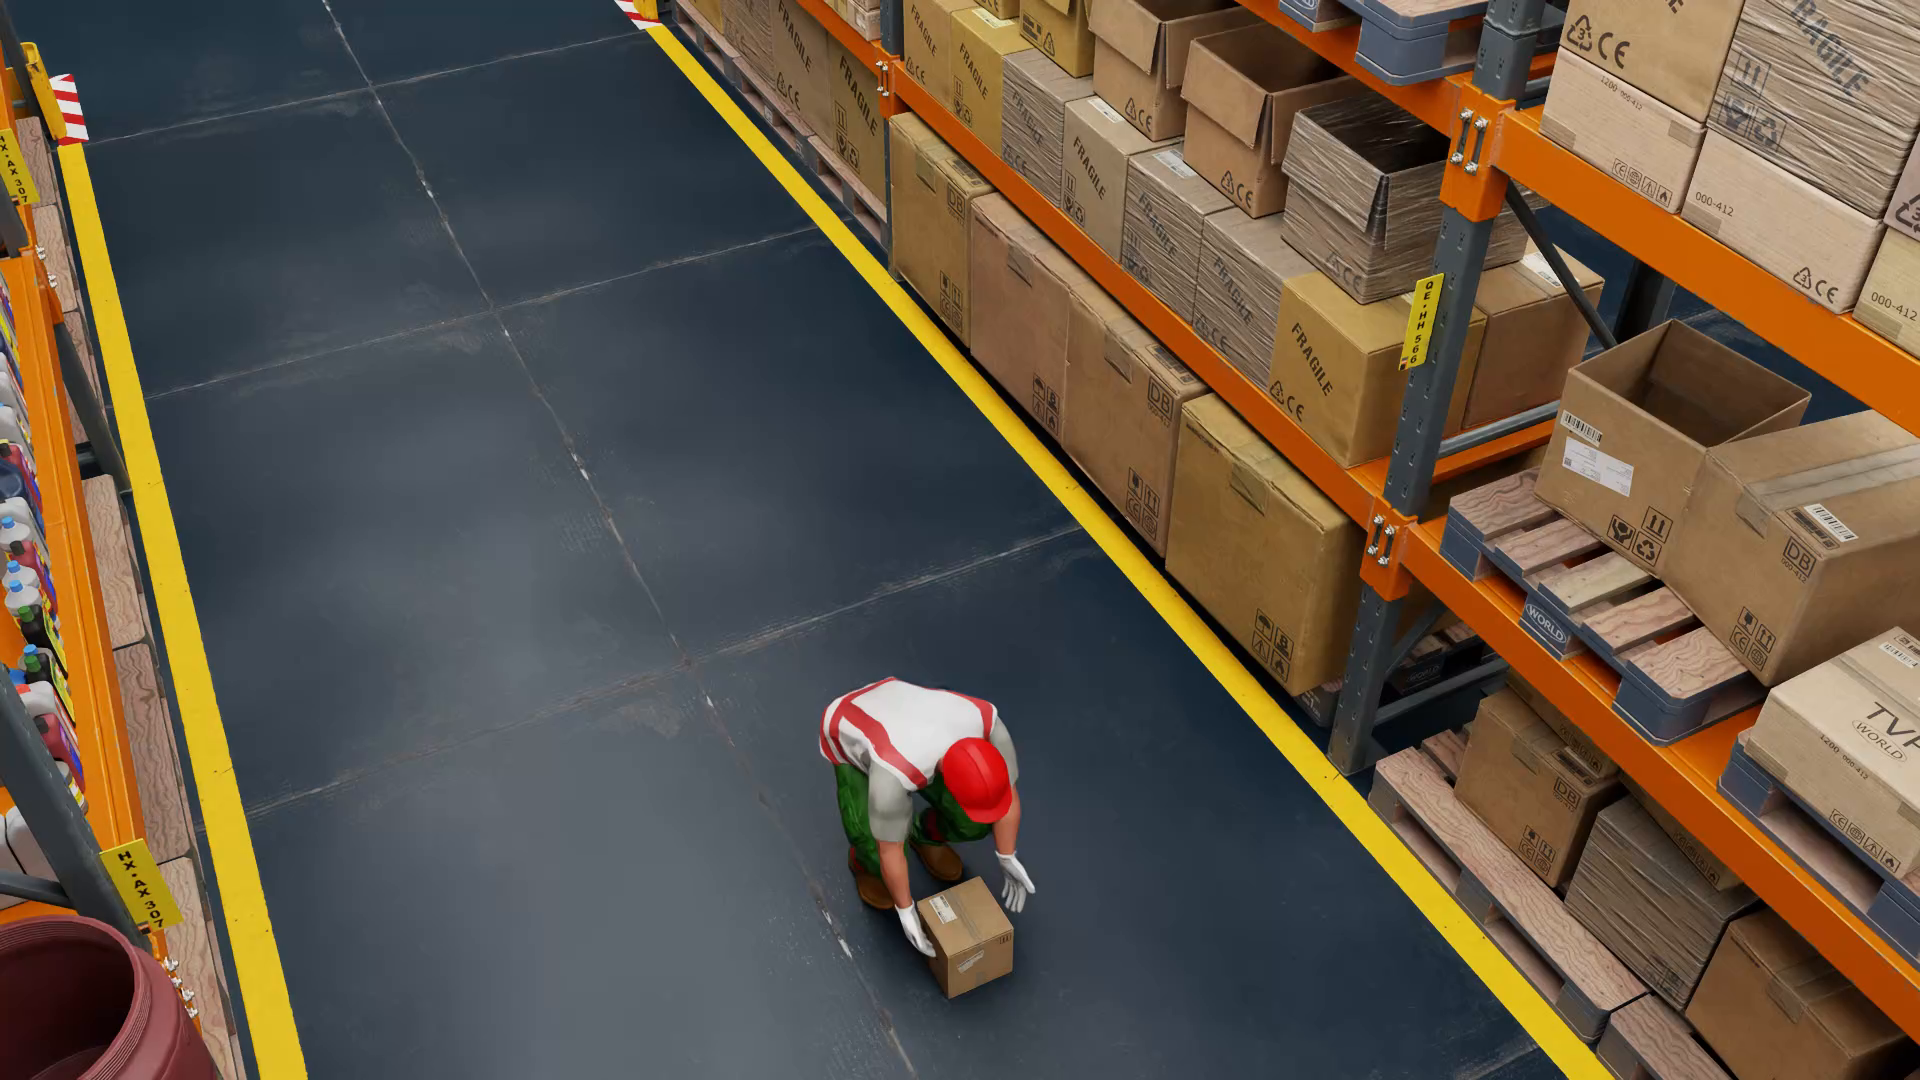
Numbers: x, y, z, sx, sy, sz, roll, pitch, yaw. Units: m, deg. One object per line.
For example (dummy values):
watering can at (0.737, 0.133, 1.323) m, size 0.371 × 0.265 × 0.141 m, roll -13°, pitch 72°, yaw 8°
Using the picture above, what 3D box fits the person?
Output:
person at (-0.125, 0.864, 5.717) m, size 0.579 × 1.041 × 0.872 m, roll -19°, pitch 44°, yaw -21°
